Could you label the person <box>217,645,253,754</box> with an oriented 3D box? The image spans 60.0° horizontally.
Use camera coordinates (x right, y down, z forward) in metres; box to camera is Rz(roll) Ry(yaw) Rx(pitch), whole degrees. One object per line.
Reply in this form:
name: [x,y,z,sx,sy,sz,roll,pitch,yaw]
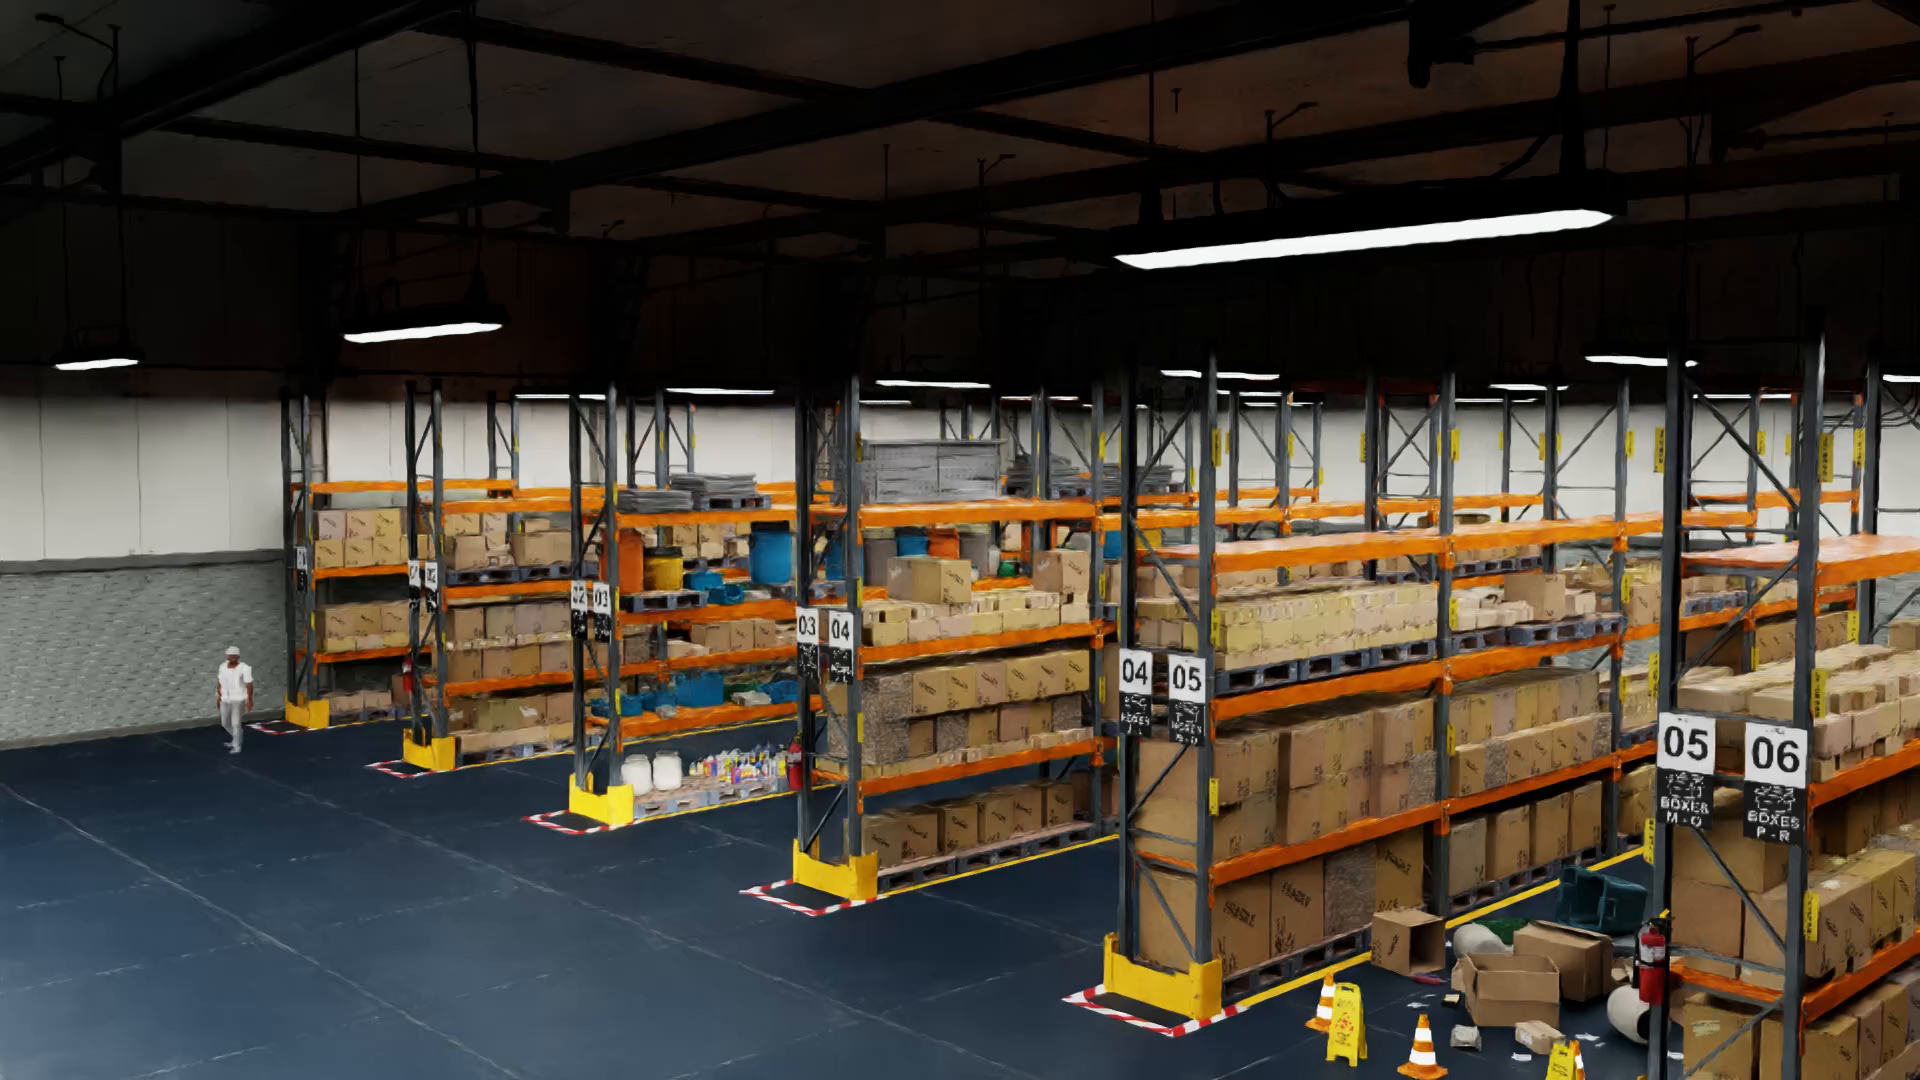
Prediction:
person: [-11.744,2.570,26.970,0.608,1.754,0.566,1,4,11]
